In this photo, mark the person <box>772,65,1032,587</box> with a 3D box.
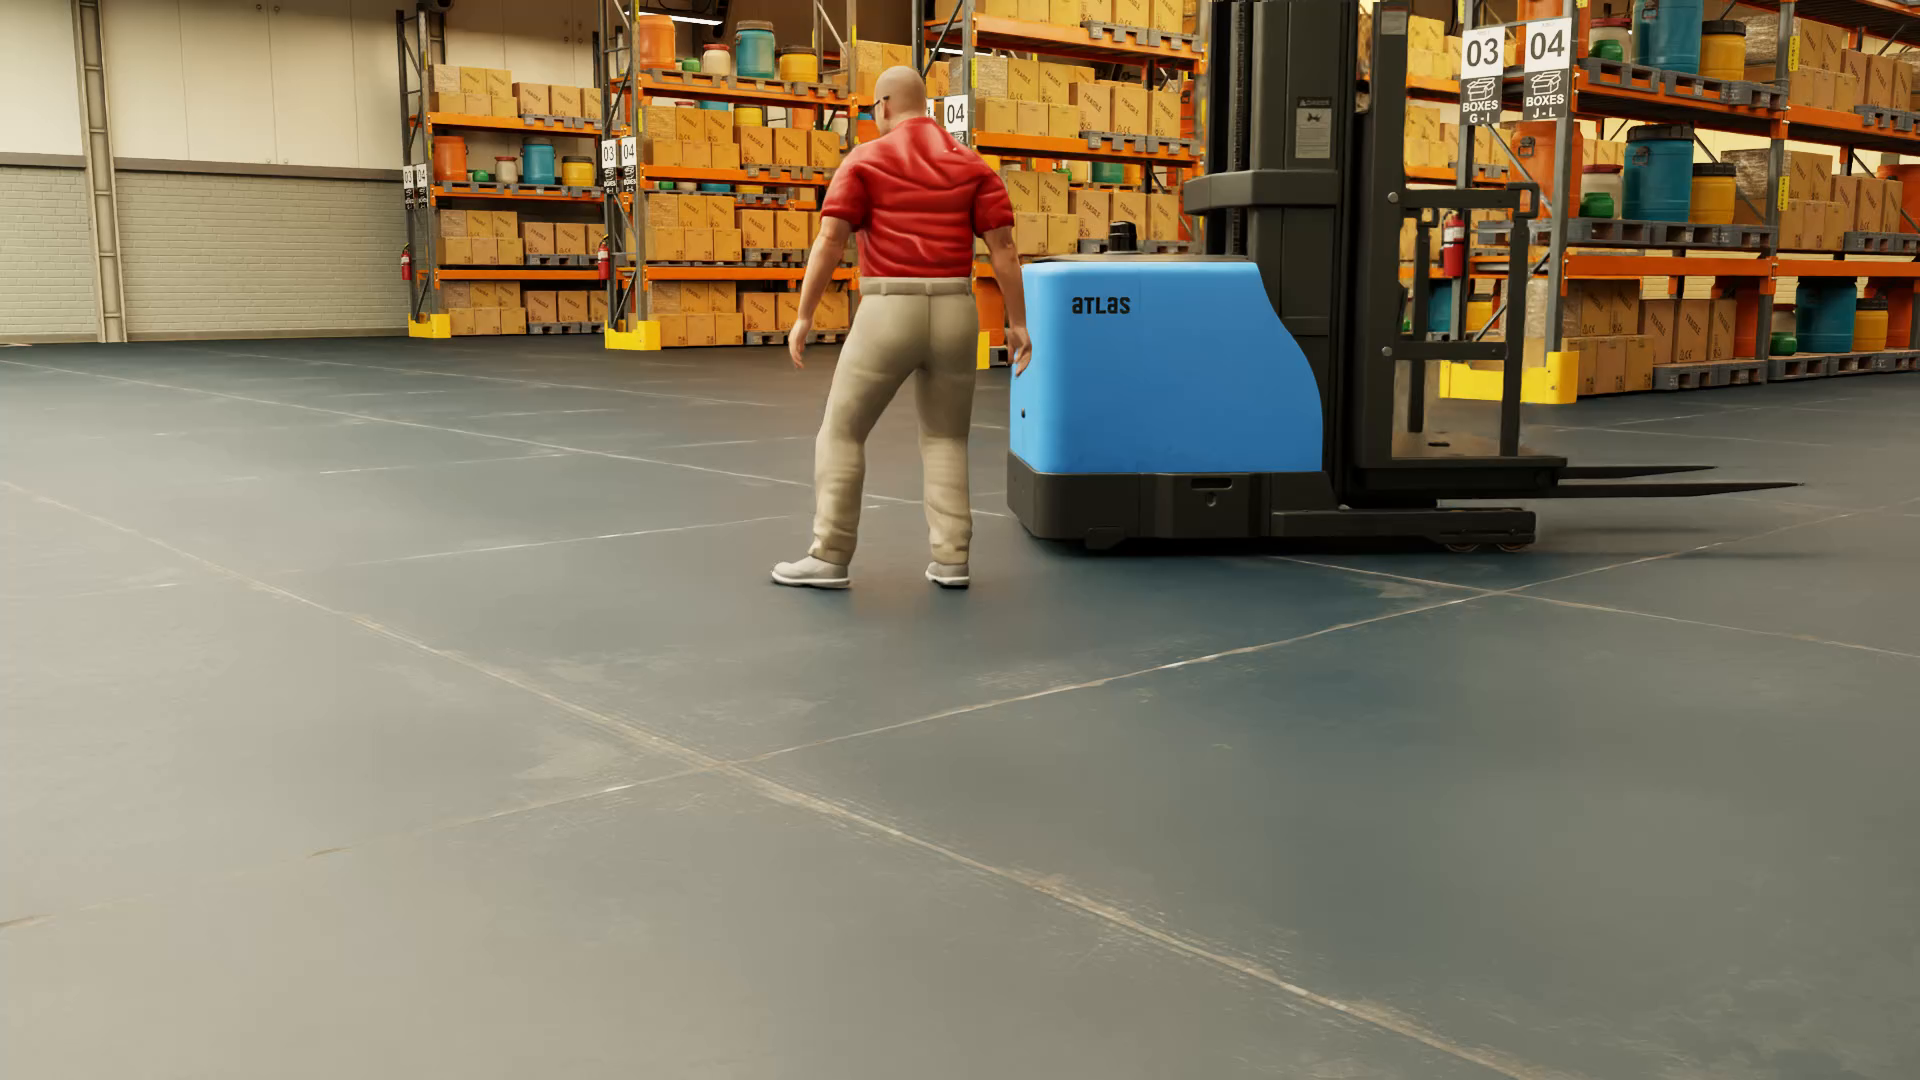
[{"bbox_3d":[-0.190,-0.696,5.491,0.842,1.702,0.390,-3,9,-19],"label":"person"}]

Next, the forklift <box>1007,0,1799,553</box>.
[{"bbox_3d":[1.744,-1.478,6.508,3.031,2.935,1.130,-1,9,-5],"label":"forklift"}]
